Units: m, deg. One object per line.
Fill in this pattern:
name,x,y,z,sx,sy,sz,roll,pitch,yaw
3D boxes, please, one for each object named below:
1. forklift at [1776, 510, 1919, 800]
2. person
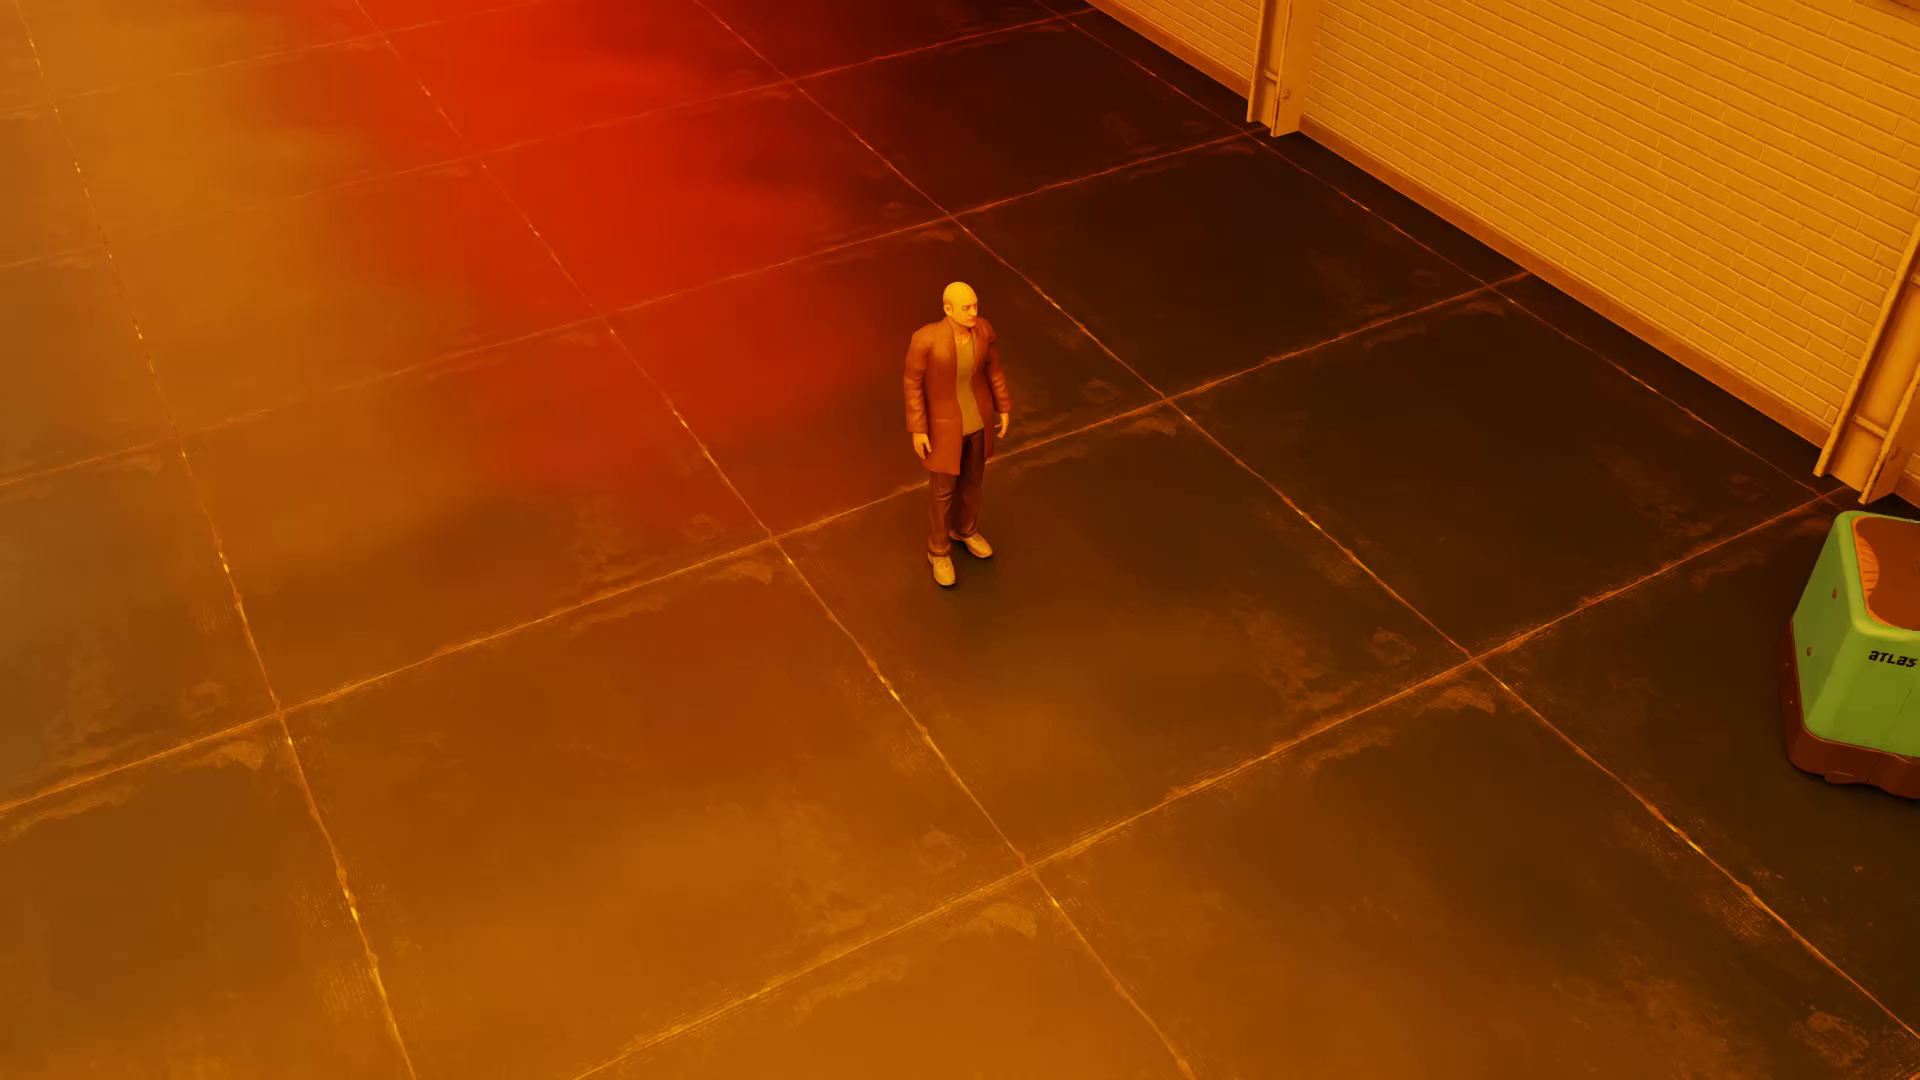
forklift,5.971,0.095,7.922,3.031,2.935,1.130,11,41,13
person,0.041,-0.638,9.697,0.696,1.776,0.582,-20,44,-23
